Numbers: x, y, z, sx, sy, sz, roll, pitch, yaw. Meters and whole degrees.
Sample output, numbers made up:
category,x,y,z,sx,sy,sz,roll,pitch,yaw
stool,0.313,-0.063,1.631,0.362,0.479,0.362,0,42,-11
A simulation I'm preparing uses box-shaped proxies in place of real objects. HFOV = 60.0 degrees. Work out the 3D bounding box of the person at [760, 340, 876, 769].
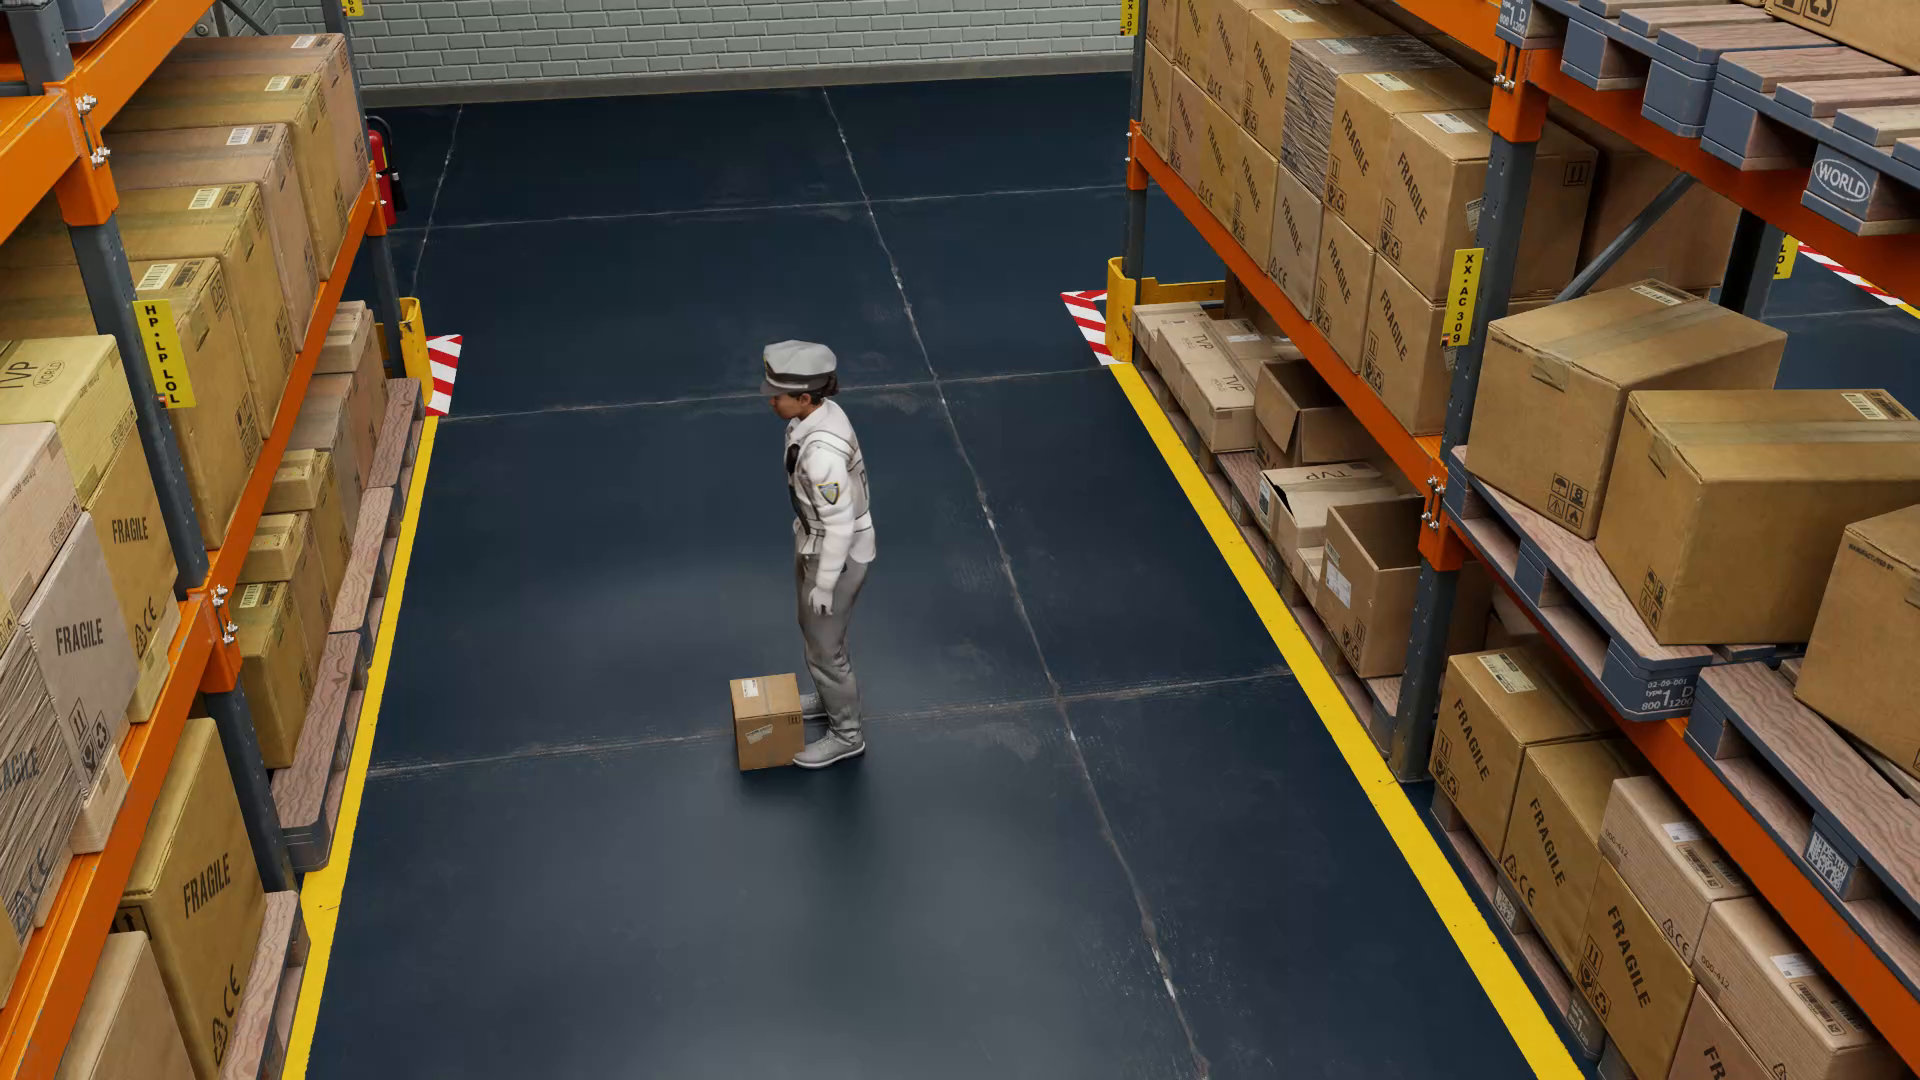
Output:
category,x,y,z,sx,sy,sz,roll,pitch,yaw
person,-0.497,0.057,6.034,0.372,1.662,0.527,-6,31,-10
